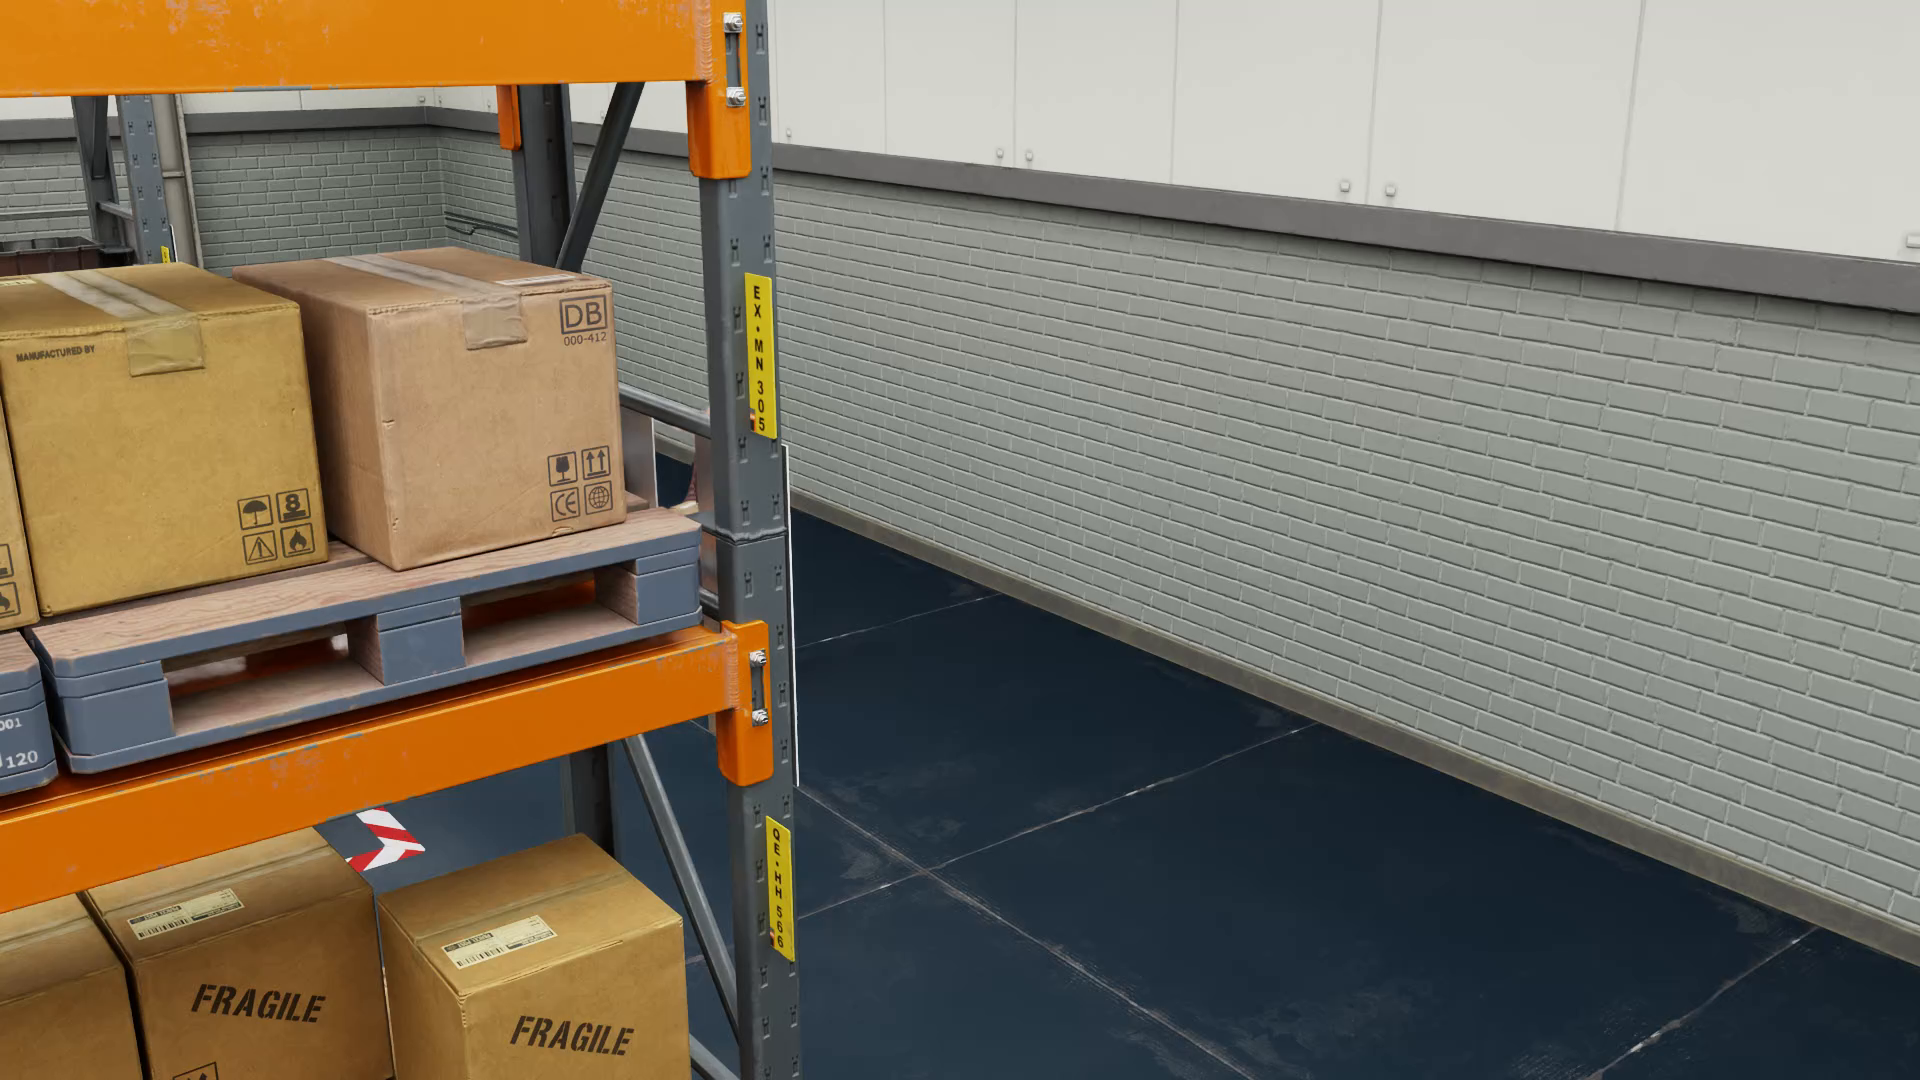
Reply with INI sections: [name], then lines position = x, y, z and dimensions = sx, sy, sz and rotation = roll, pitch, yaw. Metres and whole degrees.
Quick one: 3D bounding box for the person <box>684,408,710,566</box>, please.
[person]
position = -1.556, -0.001, 10.587
dimensions = 0.569, 1.779, 0.527
rotation = -14, 22, -37
